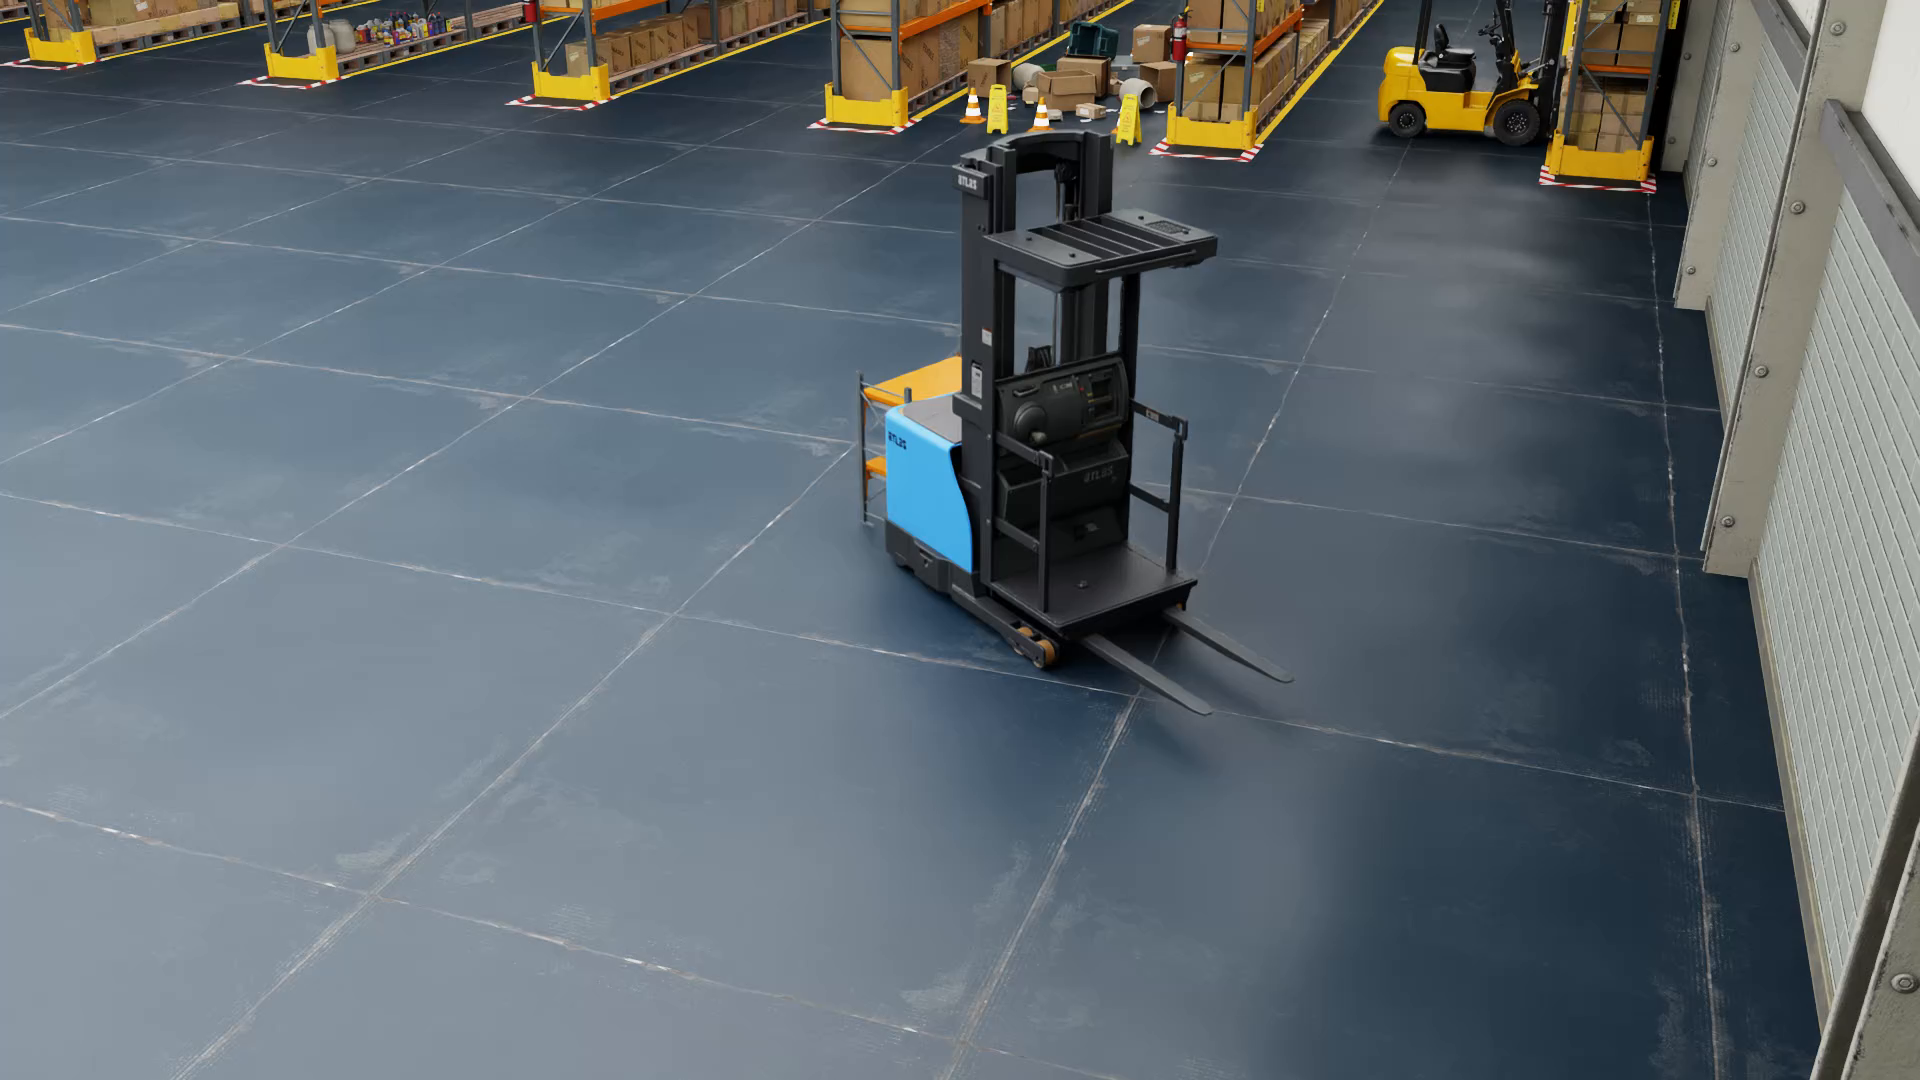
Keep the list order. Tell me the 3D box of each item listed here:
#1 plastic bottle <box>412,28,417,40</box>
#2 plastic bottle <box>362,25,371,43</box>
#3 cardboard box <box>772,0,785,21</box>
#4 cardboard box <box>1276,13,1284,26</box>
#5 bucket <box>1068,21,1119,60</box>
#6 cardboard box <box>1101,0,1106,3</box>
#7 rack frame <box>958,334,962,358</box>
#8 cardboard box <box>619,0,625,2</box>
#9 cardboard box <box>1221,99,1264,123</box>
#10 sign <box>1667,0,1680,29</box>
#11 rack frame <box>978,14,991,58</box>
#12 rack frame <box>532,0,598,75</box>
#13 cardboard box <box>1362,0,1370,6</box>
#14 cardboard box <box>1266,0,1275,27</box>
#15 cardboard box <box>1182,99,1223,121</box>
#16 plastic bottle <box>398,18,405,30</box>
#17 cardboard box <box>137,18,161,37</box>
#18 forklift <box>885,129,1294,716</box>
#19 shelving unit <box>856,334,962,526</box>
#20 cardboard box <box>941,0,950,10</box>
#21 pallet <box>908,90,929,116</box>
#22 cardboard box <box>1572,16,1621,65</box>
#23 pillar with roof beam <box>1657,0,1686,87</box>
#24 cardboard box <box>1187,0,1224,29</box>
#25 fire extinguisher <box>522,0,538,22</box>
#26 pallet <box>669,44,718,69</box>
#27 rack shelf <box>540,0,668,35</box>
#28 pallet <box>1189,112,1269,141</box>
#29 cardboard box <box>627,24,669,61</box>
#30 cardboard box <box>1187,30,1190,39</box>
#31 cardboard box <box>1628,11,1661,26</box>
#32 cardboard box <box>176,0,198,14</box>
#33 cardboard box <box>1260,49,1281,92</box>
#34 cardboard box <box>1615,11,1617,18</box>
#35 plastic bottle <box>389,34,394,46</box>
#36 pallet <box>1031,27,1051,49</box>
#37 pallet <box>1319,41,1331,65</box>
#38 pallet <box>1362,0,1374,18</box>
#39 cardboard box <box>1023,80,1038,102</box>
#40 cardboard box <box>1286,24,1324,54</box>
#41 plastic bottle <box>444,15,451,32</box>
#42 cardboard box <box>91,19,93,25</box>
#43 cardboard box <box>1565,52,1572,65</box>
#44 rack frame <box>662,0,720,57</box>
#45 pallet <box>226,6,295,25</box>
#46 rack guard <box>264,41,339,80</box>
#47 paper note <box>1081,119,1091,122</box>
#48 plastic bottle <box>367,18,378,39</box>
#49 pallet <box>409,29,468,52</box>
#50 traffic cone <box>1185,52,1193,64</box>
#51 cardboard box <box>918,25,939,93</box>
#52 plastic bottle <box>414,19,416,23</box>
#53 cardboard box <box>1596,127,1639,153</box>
[{"bbox_3d":[-9.496,-8.793,28.899,0.097,0.201,0.097,0,26,0],"label":"plastic bottle"},{"bbox_3d":[-10.234,-8.726,28.666,0.061,0.283,0.133,9,27,17],"label":"plastic bottle"},{"bbox_3d":[-3.685,-9.982,31.011,0.700,0.500,0.500,6,27,13],"label":"cardboard box"},{"bbox_3d":[4.386,-7.417,23.638,0.380,0.149,0.250,9,27,18],"label":"cardboard box"},{"bbox_3d":[2.133,-7.833,26.221,0.726,0.611,0.620,20,22,35],"label":"bucket"},{"bbox_3d":[2.657,-11.023,33.185,0.500,0.500,0.500,8,27,16],"label":"cardboard box"},{"bbox_3d":[0.177,-0.892,12.025,0.500,1.125,0.032,22,33,38],"label":"rack frame"},{"bbox_3d":[-5.389,-8.405,25.679,0.380,0.149,0.250,9,27,17],"label":"cardboard box"},{"bbox_3d":[3.903,-5.935,22.963,0.500,0.250,0.500,9,27,17],"label":"cardboard box"},{"bbox_3d":[8.578,-6.316,19.993,0.100,0.325,0.005,9,27,17],"label":"sign"},{"bbox_3d":[0.004,-9.012,26.645,1.000,3.000,0.127,9,27,17],"label":"rack frame"},{"bbox_3d":[-5.971,-8.129,24.822,1.000,3.000,0.127,9,27,17],"label":"rack frame"},{"bbox_3d":[7.678,-10.902,33.006,0.875,0.438,0.875,8,27,17],"label":"cardboard box"},{"bbox_3d":[3.963,-7.239,22.526,0.500,0.500,0.500,10,27,19],"label":"cardboard box"},{"bbox_3d":[3.397,-6.025,23.148,0.500,0.250,0.500,9,27,17],"label":"cardboard box"},{"bbox_3d":[-9.905,-9.113,29.479,0.097,0.271,0.097,0,26,0],"label":"plastic bottle"},{"bbox_3d":[-14.594,-9.118,29.538,0.500,0.250,0.500,9,27,17],"label":"cardboard box"},{"bbox_3d":[0.746,-0.795,9.753,1.130,2.935,3.031,-17,30,-31],"label":"forklift"},{"bbox_3d":[-0.168,-0.729,11.689,0.538,1.125,1.048,22,33,38],"label":"shelving unit"},{"bbox_3d":[-0.642,-8.260,24.919,0.875,0.550,0.500,9,27,17],"label":"cardboard box"},{"bbox_3d":[-1.135,-6.453,24.560,1.003,0.211,1.213,9,27,17],"label":"pallet"},{"bbox_3d":[7.972,-6.259,20.844,0.500,0.500,0.500,8,27,16],"label":"cardboard box"},{"bbox_3d":[7.075,-11.920,25.766,9.100,9.000,0.400,9,27,17],"label":"pillar with roof beam"},{"bbox_3d":[3.295,-7.134,22.310,0.500,0.500,0.500,8,27,17],"label":"cardboard box"},{"bbox_3d":[-6.444,-8.114,24.879,0.296,0.674,0.183,9,27,17],"label":"fire extinguisher"},{"bbox_3d":[-4.830,-8.237,28.244,1.003,0.211,1.213,9,27,17],"label":"pallet"},{"bbox_3d":[-5.305,-8.627,26.676,1.077,0.370,4.000,9,27,17],"label":"rack shelf"},{"bbox_3d":[3.703,-5.797,23.205,1.003,0.211,1.213,9,27,17],"label":"pallet"},{"bbox_3d":[-5.127,-8.176,27.303,0.500,0.500,0.500,6,27,13],"label":"cardboard box"},{"bbox_3d":[3.277,-6.884,22.538,0.380,0.149,0.250,8,27,17],"label":"cardboard box"},{"bbox_3d":[8.414,-6.413,20.417,0.380,0.149,0.250,8,27,16],"label":"cardboard box"},{"bbox_3d":[-14.269,-9.868,30.226,0.500,0.500,0.500,9,27,17],"label":"cardboard box"},{"bbox_3d":[4.255,-6.703,23.688,0.500,0.500,0.500,9,27,18],"label":"cardboard box"},{"bbox_3d":[8.109,-6.701,21.013,0.380,0.149,0.250,9,27,18],"label":"cardboard box"},{"bbox_3d":[-9.710,-8.529,28.352,0.097,0.201,0.097,0,26,0],"label":"plastic bottle"},{"bbox_3d":[1.001,-9.088,30.001,1.003,0.211,1.213,9,27,17],"label":"pallet"},{"bbox_3d":[5.775,-8.404,28.588,1.003,0.211,1.213,9,27,17],"label":"pallet"},{"bbox_3d":[7.694,-10.670,33.268,1.003,0.211,1.213,9,27,17],"label":"pallet"},{"bbox_3d":[1.169,-6.808,25.231,0.396,0.266,0.258,14,29,26],"label":"cardboard box"},{"bbox_3d":[5.601,-8.451,28.019,0.950,0.372,0.625,8,27,16],"label":"cardboard box"},{"bbox_3d":[-9.160,-9.221,29.689,0.061,0.283,0.133,10,28,20],"label":"plastic bottle"},{"bbox_3d":[-15.257,-8.989,29.271,0.500,0.250,0.500,9,27,17],"label":"cardboard box"},{"bbox_3d":[8.751,-6.657,23.307,0.500,0.250,0.500,9,27,18],"label":"cardboard box"},{"bbox_3d":[-4.640,-9.773,28.217,1.000,3.000,0.127,9,27,17],"label":"rack frame"},{"bbox_3d":[-13.772,-10.265,32.432,1.003,0.211,1.213,9,27,17],"label":"pallet"},{"bbox_3d":[-10.661,-7.761,26.928,1.175,0.500,0.348,9,27,17],"label":"rack guard"},{"bbox_3d":[1.812,-6.033,23.899,0.148,0.019,0.142,0,26,-1],"label":"paper note"},{"bbox_3d":[-10.237,-8.897,28.942,0.144,0.351,0.185,10,28,20],"label":"plastic bottle"},{"bbox_3d":[-9.573,-8.966,29.750,1.003,0.211,1.213,9,27,17],"label":"pallet"},{"bbox_3d":[3.798,-7.907,27.273,0.336,0.463,0.334,9,27,17],"label":"traffic cone"},{"bbox_3d":[-0.873,-7.251,24.965,0.875,0.875,0.875,8,27,17],"label":"cardboard box"},{"bbox_3d":[-9.864,-9.321,29.989,0.097,0.201,0.097,0,26,0],"label":"plastic bottle"},{"bbox_3d":[8.404,-5.099,21.236,0.500,0.250,0.500,9,27,18],"label":"cardboard box"}]
